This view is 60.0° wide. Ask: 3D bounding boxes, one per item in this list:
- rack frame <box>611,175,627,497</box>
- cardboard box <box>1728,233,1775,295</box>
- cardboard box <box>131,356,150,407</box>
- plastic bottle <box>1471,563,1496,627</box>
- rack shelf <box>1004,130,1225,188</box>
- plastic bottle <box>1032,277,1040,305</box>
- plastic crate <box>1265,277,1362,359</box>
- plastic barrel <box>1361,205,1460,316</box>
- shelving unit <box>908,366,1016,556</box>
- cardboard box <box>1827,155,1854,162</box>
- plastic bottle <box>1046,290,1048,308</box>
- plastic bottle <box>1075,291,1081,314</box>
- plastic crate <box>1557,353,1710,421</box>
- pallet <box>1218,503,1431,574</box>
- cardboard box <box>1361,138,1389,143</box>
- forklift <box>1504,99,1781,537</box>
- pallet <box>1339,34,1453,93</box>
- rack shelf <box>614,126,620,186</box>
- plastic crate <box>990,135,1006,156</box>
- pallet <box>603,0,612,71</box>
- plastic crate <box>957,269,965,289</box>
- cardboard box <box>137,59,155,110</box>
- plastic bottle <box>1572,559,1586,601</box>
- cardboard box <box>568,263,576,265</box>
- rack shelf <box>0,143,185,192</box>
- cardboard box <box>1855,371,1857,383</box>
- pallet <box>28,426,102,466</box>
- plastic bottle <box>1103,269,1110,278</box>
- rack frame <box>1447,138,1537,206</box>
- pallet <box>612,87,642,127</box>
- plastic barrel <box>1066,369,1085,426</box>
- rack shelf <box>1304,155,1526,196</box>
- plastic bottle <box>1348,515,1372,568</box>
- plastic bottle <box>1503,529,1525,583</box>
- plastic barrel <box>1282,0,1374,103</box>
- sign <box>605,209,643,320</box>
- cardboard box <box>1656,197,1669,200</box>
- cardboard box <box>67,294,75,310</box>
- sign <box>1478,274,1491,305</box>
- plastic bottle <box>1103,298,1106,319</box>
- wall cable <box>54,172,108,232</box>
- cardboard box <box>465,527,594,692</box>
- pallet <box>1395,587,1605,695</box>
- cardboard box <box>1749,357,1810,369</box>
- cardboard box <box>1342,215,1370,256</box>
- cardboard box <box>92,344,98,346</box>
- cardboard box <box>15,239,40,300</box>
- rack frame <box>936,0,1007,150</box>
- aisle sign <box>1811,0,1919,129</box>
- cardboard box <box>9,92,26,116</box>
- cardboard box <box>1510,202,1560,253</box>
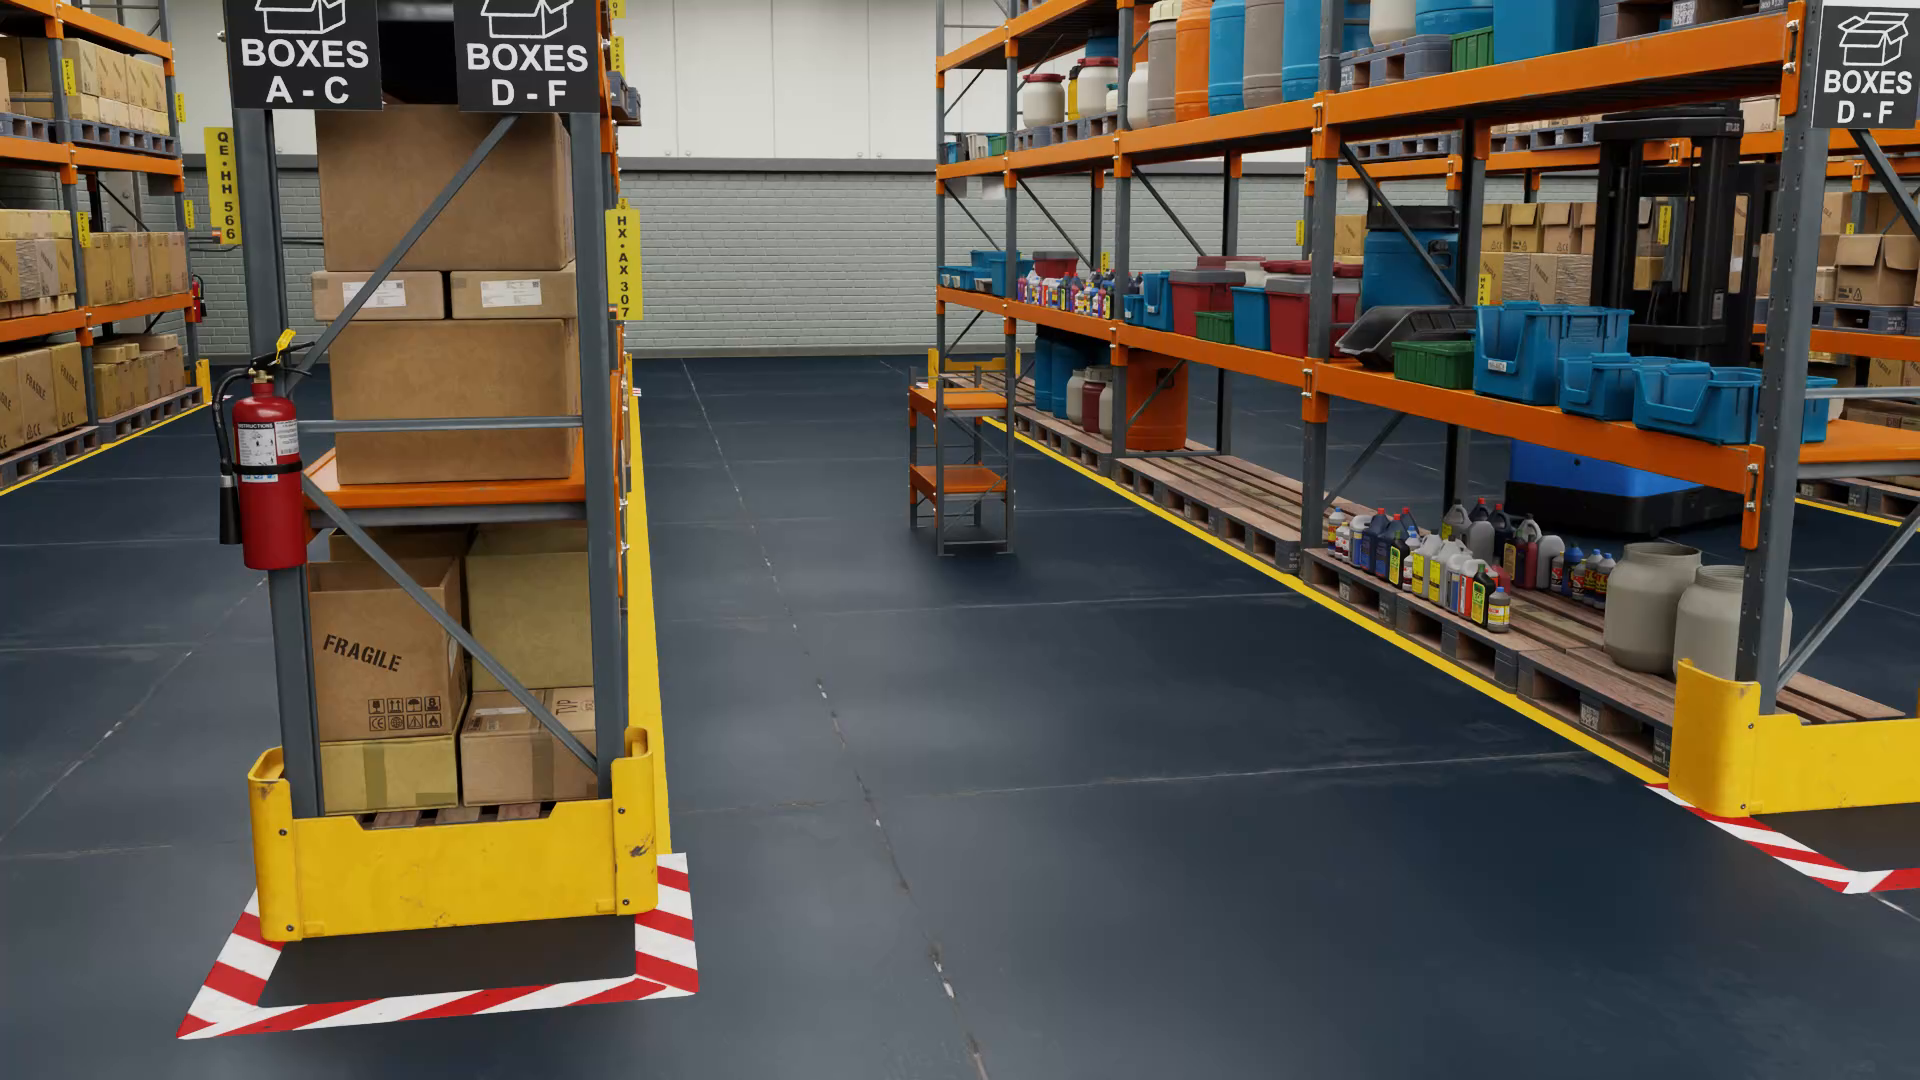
[{"bbox_3d":[-3.102,-1.804,12.651,1.000,3.000,0.127,-2,11,-11],"label":"rack frame"},{"bbox_3d":[6.760,-2.321,13.979,0.500,0.500,0.500,-4,11,-18],"label":"cardboard box"},{"bbox_3d":[-8.975,-1.662,17.470,0.700,0.500,0.500,-2,11,-10],"label":"cardboard box"},{"bbox_3d":[2.486,0.261,7.893,0.061,0.283,0.133,-2,11,-10],"label":"plastic bottle"},{"bbox_3d":[1.369,-3.470,15.308,1.077,0.370,4.000,-2,11,-11],"label":"rack shelf"},{"bbox_3d":[0.763,-2.466,16.472,0.097,0.271,0.097,0,11,0],"label":"plastic bottle"},{"bbox_3d":[2.141,-1.359,10.142,0.402,0.464,0.583,-2,11,-11],"label":"plastic crate"},{"bbox_3d":[2.758,-1.578,10.123,0.600,0.901,0.708,-2,11,-11],"label":"plastic barrel"},{"bbox_3d":[-0.001,-0.554,11.098,0.538,1.125,1.048,-2,11,-11],"label":"shelving unit"},{"bbox_3d":[10.363,-4.539,19.400,0.500,0.250,0.500,-2,11,-10],"label":"cardboard box"},{"bbox_3d":[0.872,-2.328,15.939,0.097,0.201,0.097,0,11,0],"label":"plastic bottle"},{"bbox_3d":[1.079,-2.133,14.915,0.097,0.201,0.097,0,11,0],"label":"plastic bottle"},{"bbox_3d":[2.802,-0.643,6.951,0.499,0.251,0.408,-2,11,-11],"label":"plastic crate"},{"bbox_3d":[2.345,-0.022,10.750,1.003,0.211,1.213,-2,11,-11],"label":"pallet"},{"bbox_3d":[5.353,-5.115,20.366,0.700,0.500,0.500,-3,11,-15],"label":"cardboard box"},{"bbox_3d":[5.331,-1.660,12.078,3.031,2.935,1.130,-9,14,-38],"label":"forklift"},{"bbox_3d":[2.772,-2.502,8.800,1.213,0.211,1.003,-2,11,-11],"label":"pallet"},{"bbox_3d":[-3.491,-3.291,14.365,1.077,0.370,4.000,-2,11,-11],"label":"rack shelf"},{"bbox_3d":[0.601,-4.153,17.538,0.450,0.188,0.662,-2,11,-11],"label":"plastic crate"},{"bbox_3d":[-2.133,-2.345,7.708,1.003,0.211,1.213,-2,11,-11],"label":"pallet"},{"bbox_3d":[0.183,-3.099,19.743,0.416,0.233,0.300,-2,11,-11],"label":"plastic crate"},{"bbox_3d":[-9.020,-4.897,17.887,0.500,0.500,0.500,-2,11,-9],"label":"cardboard box"},{"bbox_3d":[3.161,0.199,8.434,0.097,0.201,0.097,0,11,0],"label":"plastic bottle"},{"bbox_3d":[-1.559,-0.925,6.030,0.380,0.149,0.250,-2,11,-12],"label":"cardboard box"},{"bbox_3d":[-9.127,-3.844,17.270,1.077,0.370,4.000,-2,11,-11],"label":"rack shelf"},{"bbox_3d":[10.916,-1.992,20.141,0.380,0.149,0.250,-2,11,-9],"label":"cardboard box"},{"bbox_3d":[-8.514,-0.848,15.087,1.003,0.211,1.213,-2,11,-11],"label":"pallet"},{"bbox_3d":[1.479,-2.536,16.630,0.144,0.351,0.185,-2,11,-11],"label":"plastic bottle"},{"bbox_3d":[5.838,-2.897,18.395,1.000,3.000,0.127,-2,11,-11],"label":"rack frame"},{"bbox_3d":[-2.882,-3.063,11.752,1.213,0.211,1.003,-2,11,-8],"label":"pallet"},{"bbox_3d":[1.229,-1.364,15.871,0.421,0.512,0.421,0,11,0],"label":"plastic barrel"},{"bbox_3d":[5.449,-4.384,20.109,1.077,0.370,4.000,-2,11,-11],"label":"rack shelf"},{"bbox_3d":[2.257,0.005,9.256,0.152,0.276,0.135,-2,11,-9],"label":"plastic bottle"},{"bbox_3d":[2.948,0.079,8.846,0.061,0.283,0.133,-2,11,-11],"label":"plastic bottle"},{"bbox_3d":[2.224,-3.055,9.861,0.600,0.901,0.708,-2,11,-11],"label":"plastic barrel"},{"bbox_3d":[-1.000,-0.820,4.954,0.100,0.325,0.005,-2,11,-11],"label":"sign"},{"bbox_3d":[9.772,-4.387,22.485,0.500,0.500,0.500,-2,11,-11],"label":"cardboard box"},{"bbox_3d":[-8.395,-2.191,15.305,0.380,0.149,0.250,-2,11,-10],"label":"cardboard box"},{"bbox_3d":[3.077,-1.404,9.808,0.100,0.325,0.005,-2,11,-11],"label":"sign"},{"bbox_3d":[1.256,-1.966,14.036,0.097,0.201,0.097,0,11,0],"label":"plastic bottle"},{"bbox_3d":[-10.693,-3.790,20.368,0.084,1.984,1.851,-2,11,-11],"label":"wall cable"},{"bbox_3d":[-1.531,0.241,6.131,0.500,0.500,0.500,-2,11,-11],"label":"cardboard box"},{"bbox_3d":[2.866,0.469,8.167,1.003,0.211,1.213,-2,11,-11],"label":"pallet"},{"bbox_3d":[6.776,-1.398,14.023,0.500,0.250,0.500,-2,11,-9],"label":"cardboard box"},{"bbox_3d":[5.093,-3.787,20.671,0.500,0.500,0.500,-2,11,-13],"label":"cardboard box"},{"bbox_3d":[-9.154,-1.952,17.257,0.380,0.149,0.250,-2,11,-10],"label":"cardboard box"},{"bbox_3d":[-8.203,-2.301,14.144,0.500,0.500,0.500,-2,11,-11],"label":"cardboard box"},{"bbox_3d":[0.202,-6.398,20.742,1.000,3.000,0.127,-2,11,-11],"label":"rack frame"},{"bbox_3d":[3.036,-1.769,5.516,0.394,0.787,0.004,-2,11,-11],"label":"aisle sign"},{"bbox_3d":[-9.101,-4.129,15.855,0.500,0.250,0.500,-2,11,-10],"label":"cardboard box"},{"bbox_3d":[6.093,-3.196,17.014,0.797,0.503,0.637,-2,11,-10],"label":"cardboard box"}]
